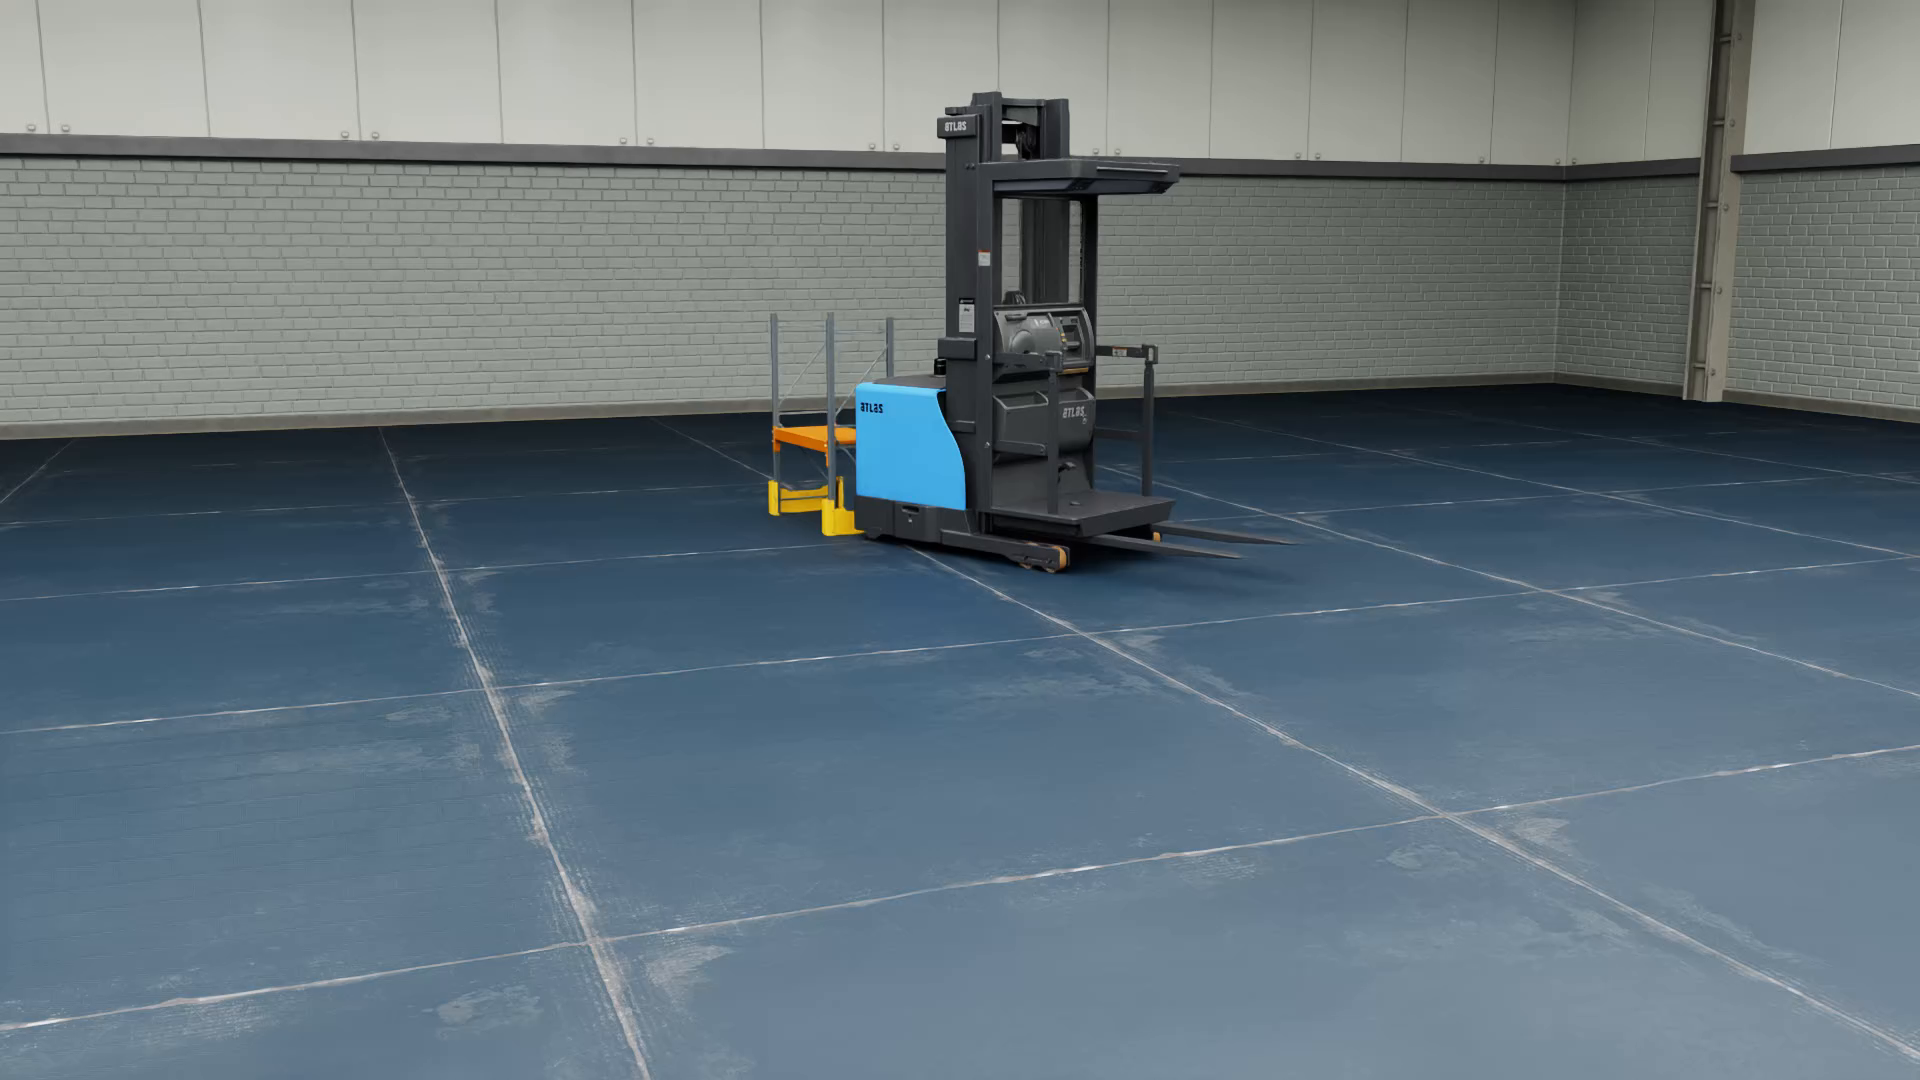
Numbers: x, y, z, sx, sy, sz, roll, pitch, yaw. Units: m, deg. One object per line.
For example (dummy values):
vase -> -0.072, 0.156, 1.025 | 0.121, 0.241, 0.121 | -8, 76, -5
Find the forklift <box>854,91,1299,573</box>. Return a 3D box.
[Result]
forklift -> 0.704, -1.343, 10.602 | 3.031, 2.935, 1.130 | 9, 13, 41

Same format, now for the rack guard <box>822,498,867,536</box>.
rack guard -> -0.693, -0.183, 11.737 | 0.587, 0.250, 0.087 | -5, 11, -28

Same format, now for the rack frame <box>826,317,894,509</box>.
rack frame -> -0.692, -0.798, 11.626 | 0.500, 1.500, 0.032 | -5, 11, -28

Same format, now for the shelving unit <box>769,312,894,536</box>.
shelving unit -> -0.928, -0.876, 12.059 | 0.587, 1.500, 1.083 | -5, 11, -28

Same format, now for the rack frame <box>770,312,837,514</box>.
rack frame -> -1.173, -0.955, 12.509 | 0.500, 1.500, 0.032 | -5, 11, -28

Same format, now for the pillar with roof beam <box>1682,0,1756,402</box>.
pillar with roof beam -> 5.649, -5.973, 19.302 | 9.100, 9.000, 0.400 | -4, 11, -21

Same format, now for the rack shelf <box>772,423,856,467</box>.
rack shelf -> -0.932, -0.700, 12.099 | 0.538, 0.185, 1.000 | -5, 11, -28

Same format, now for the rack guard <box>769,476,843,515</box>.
rack guard -> -1.163, -0.337, 12.601 | 0.587, 0.250, 0.087 | -5, 11, -28
